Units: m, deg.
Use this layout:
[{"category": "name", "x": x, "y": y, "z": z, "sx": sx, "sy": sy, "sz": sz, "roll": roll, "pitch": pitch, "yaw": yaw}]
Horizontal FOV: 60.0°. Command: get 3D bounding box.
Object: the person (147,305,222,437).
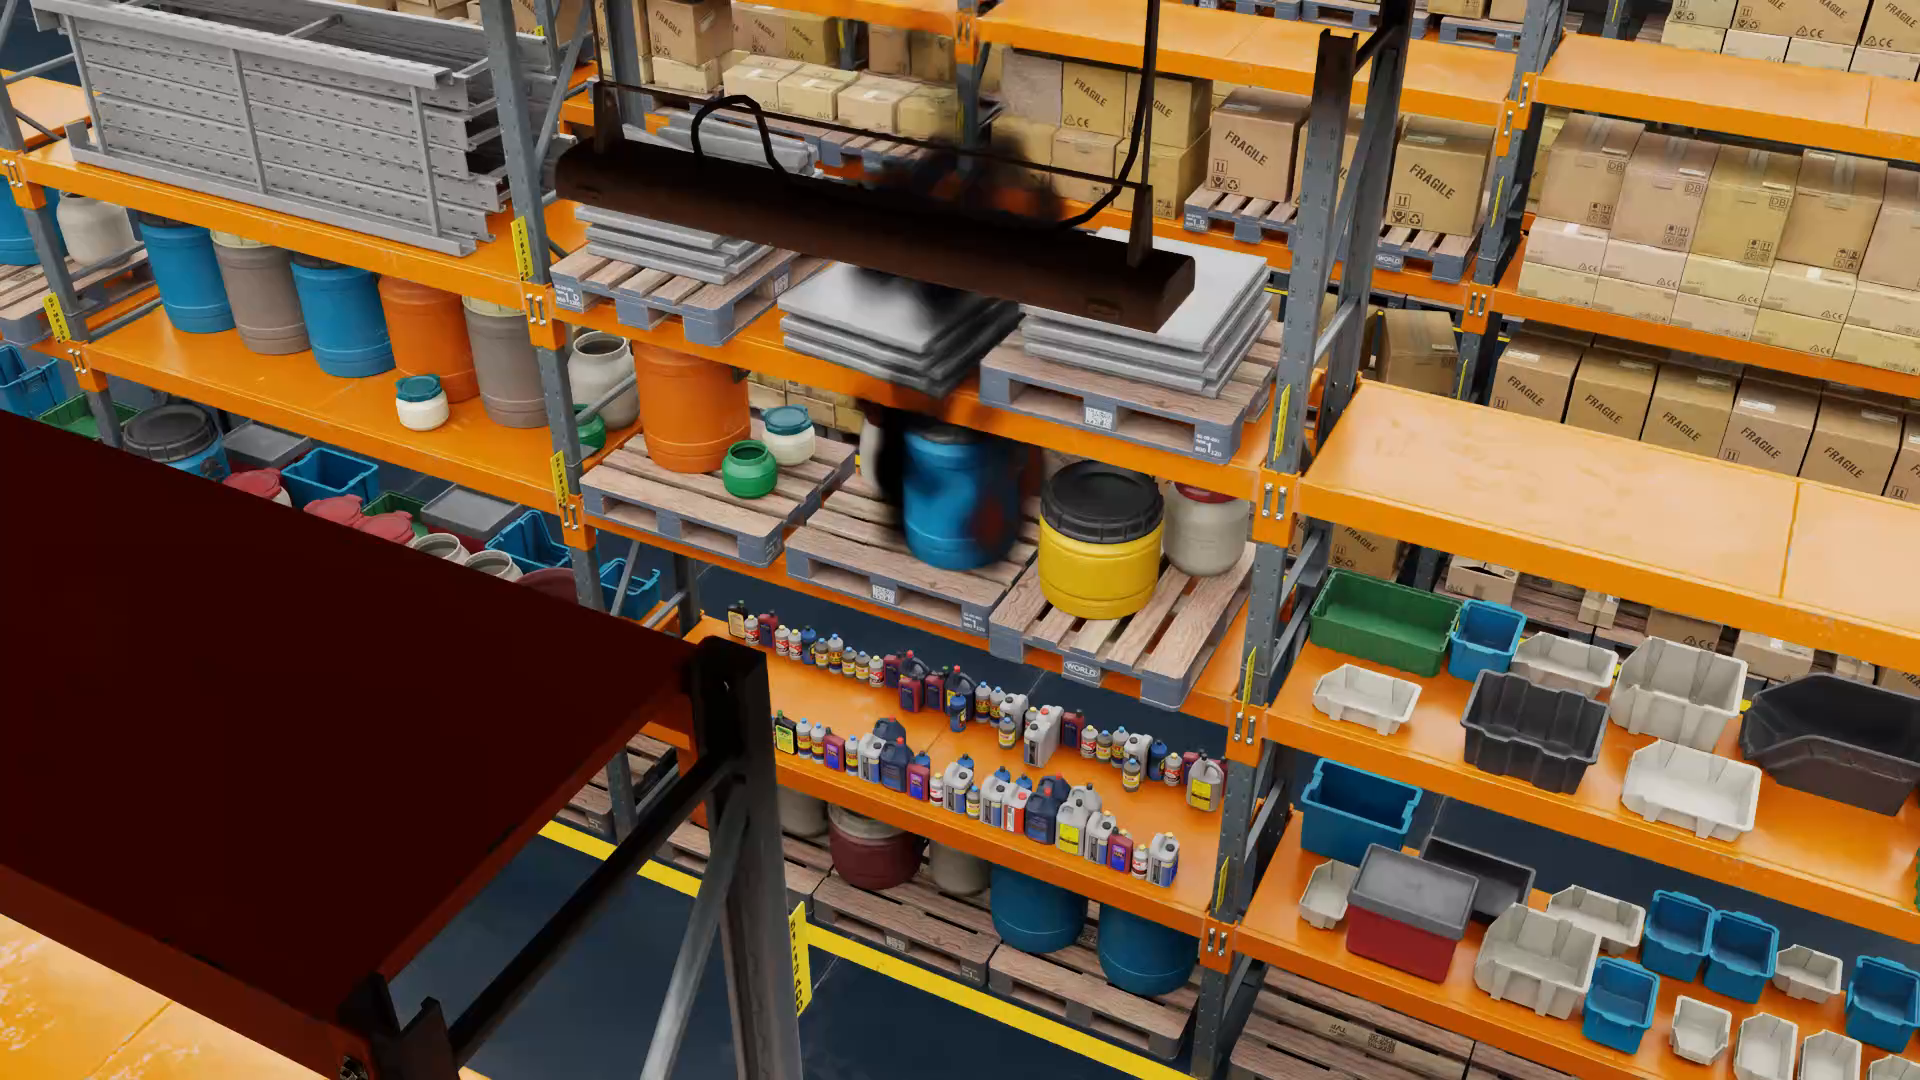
[{"category": "person", "x": -6.703, "y": -1.329, "z": 14.242, "sx": 0.700, "sy": 1.812, "sz": 0.673, "roll": 17, "pitch": 39, "yaw": 23}]
